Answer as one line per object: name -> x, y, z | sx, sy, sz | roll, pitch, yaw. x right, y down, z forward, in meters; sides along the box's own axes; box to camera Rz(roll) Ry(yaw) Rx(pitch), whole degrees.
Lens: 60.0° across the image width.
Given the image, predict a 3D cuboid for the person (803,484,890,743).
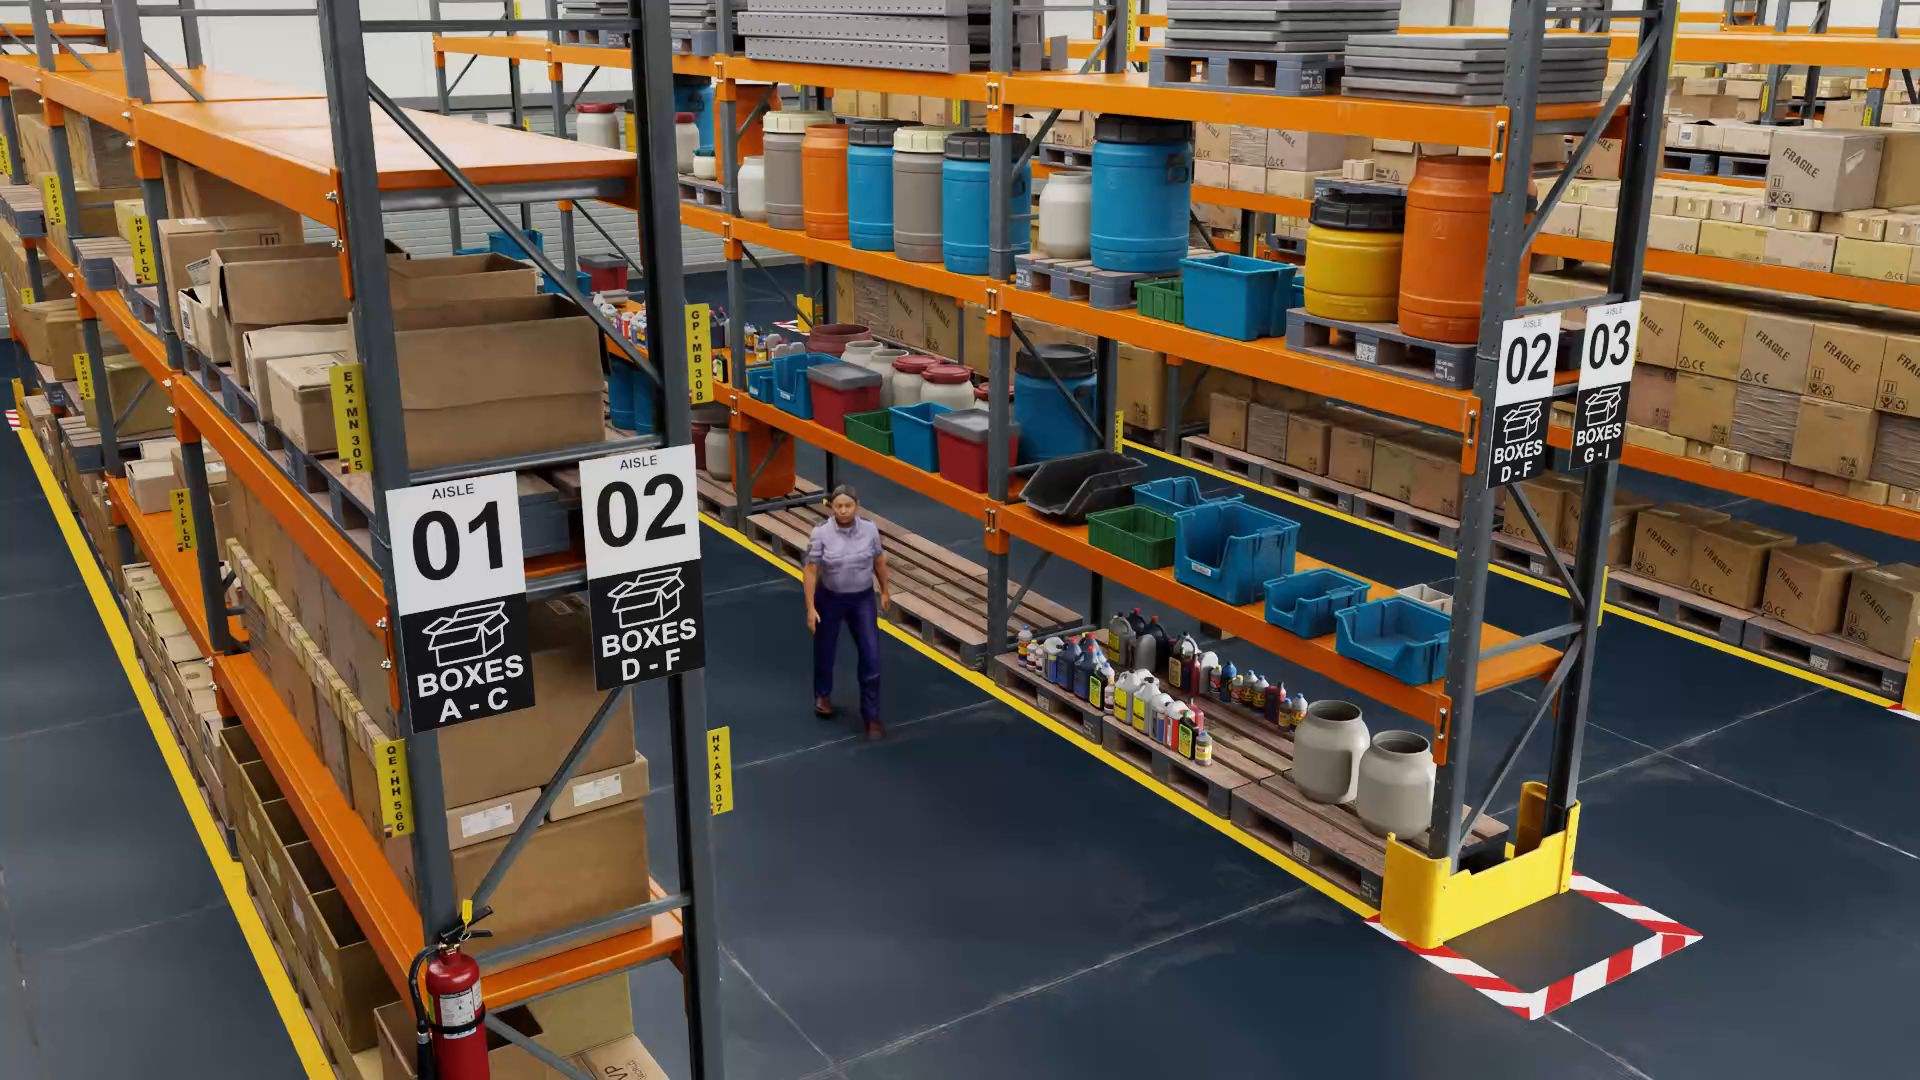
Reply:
person -> -0.722, 0.450, 10.791 | 0.618, 1.662, 0.724 | -5, 19, -14
